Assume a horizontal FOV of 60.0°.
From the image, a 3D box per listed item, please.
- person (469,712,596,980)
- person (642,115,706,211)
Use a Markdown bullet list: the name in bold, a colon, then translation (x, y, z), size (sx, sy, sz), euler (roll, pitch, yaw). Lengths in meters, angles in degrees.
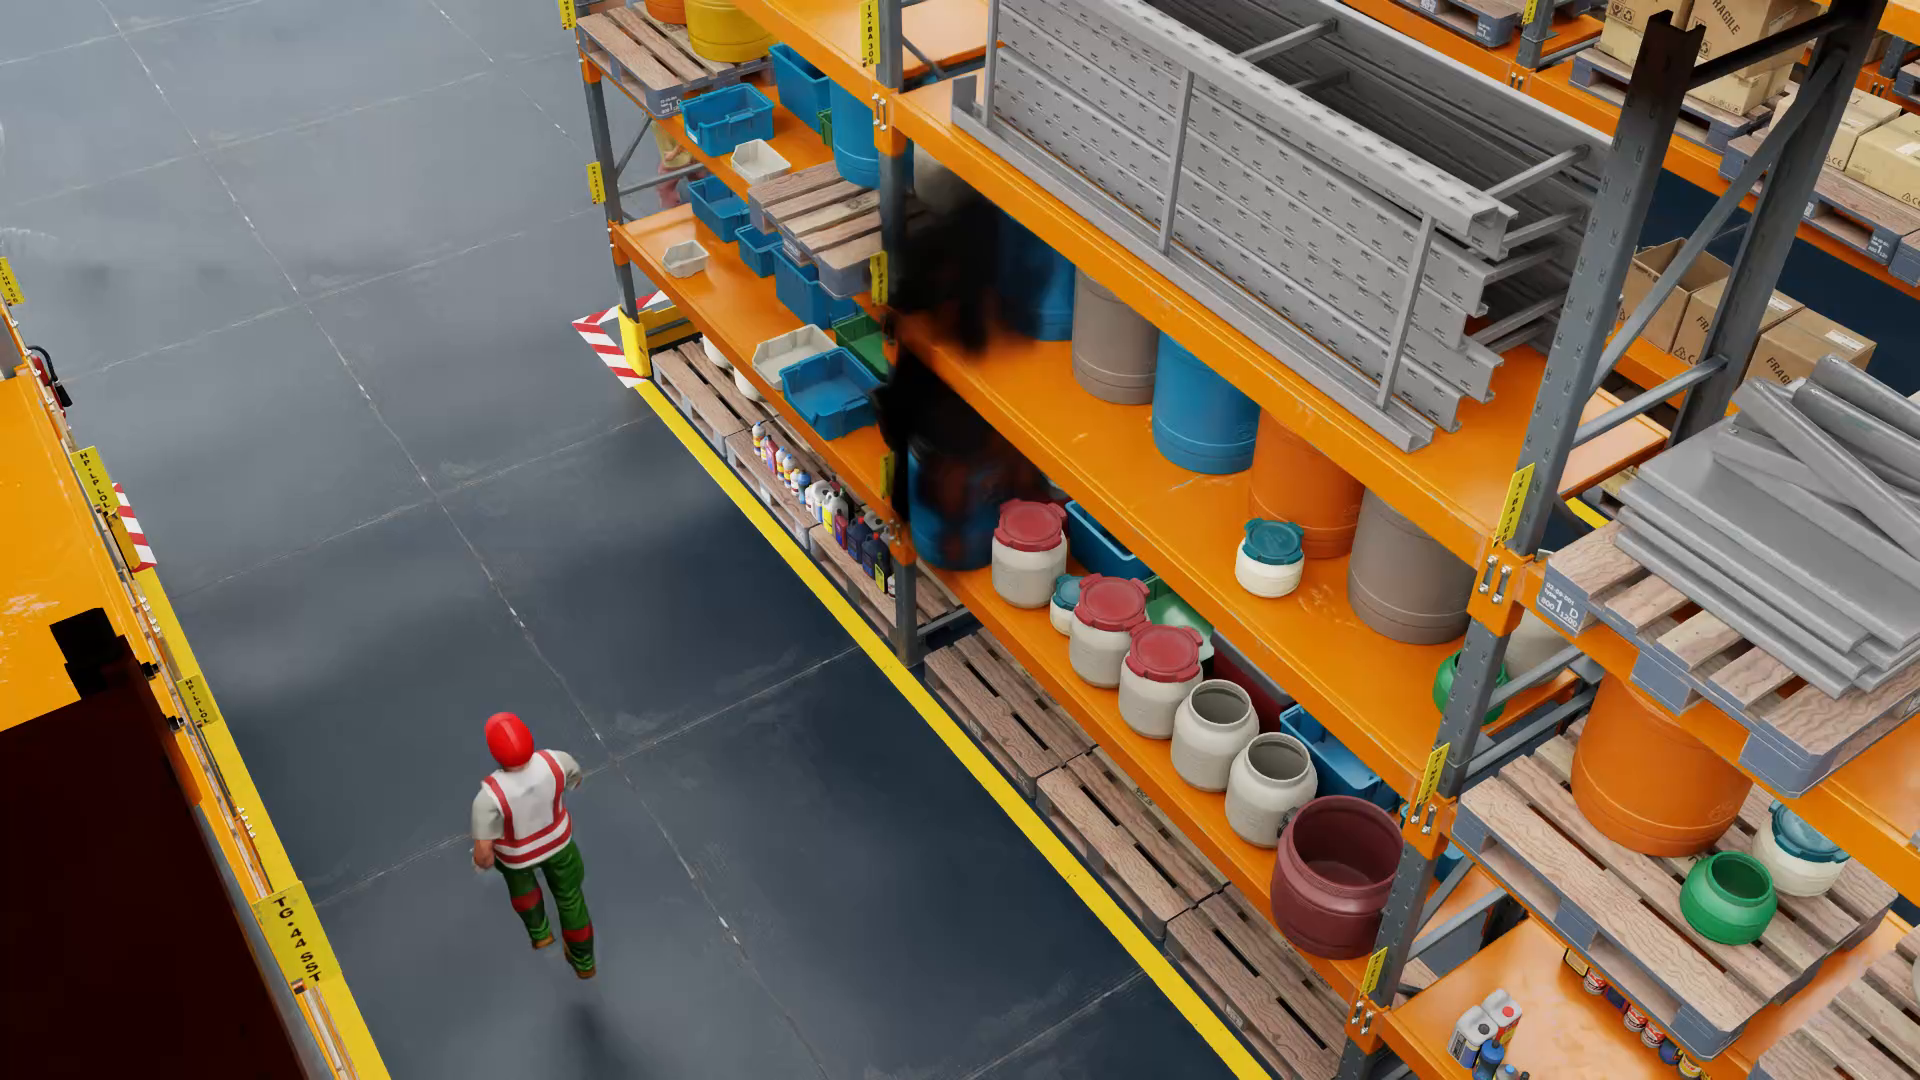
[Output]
- **person**: translation (-2.166, 1.517, 8.391), size (0.639, 1.844, 0.697), euler (-22, 47, -22)
- **person**: translation (-2.361, -3.190, 14.003), size (0.846, 1.667, 0.591), euler (13, 44, 14)
